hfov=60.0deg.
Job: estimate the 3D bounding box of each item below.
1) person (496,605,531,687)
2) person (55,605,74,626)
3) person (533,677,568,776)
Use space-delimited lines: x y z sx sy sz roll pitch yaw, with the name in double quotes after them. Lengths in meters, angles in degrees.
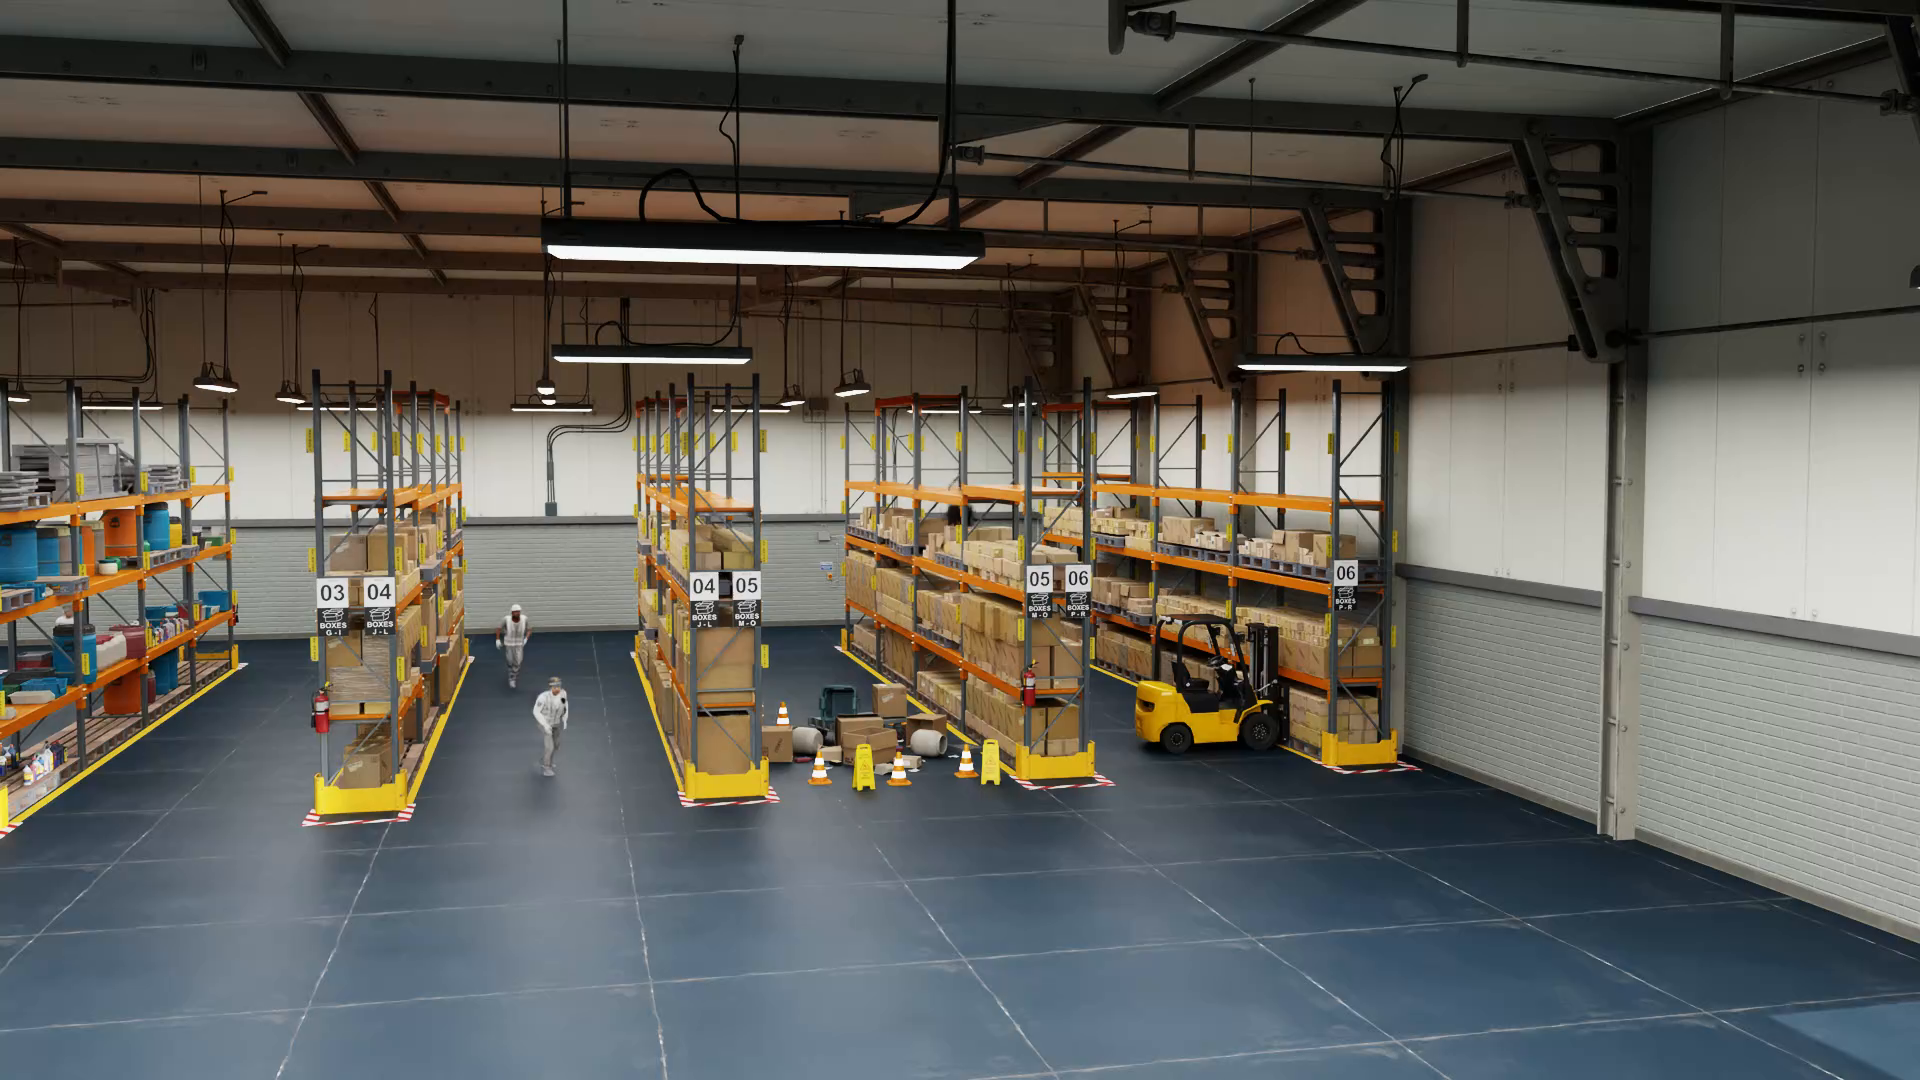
-9.213 2.168 34.341 0.684 1.709 0.698 -2 4 -29 "person"
-19.081 2.161 35.673 0.622 1.591 0.808 -2 4 -37 "person"
-6.202 2.792 25.123 0.815 1.533 0.637 3 4 37 "person"
